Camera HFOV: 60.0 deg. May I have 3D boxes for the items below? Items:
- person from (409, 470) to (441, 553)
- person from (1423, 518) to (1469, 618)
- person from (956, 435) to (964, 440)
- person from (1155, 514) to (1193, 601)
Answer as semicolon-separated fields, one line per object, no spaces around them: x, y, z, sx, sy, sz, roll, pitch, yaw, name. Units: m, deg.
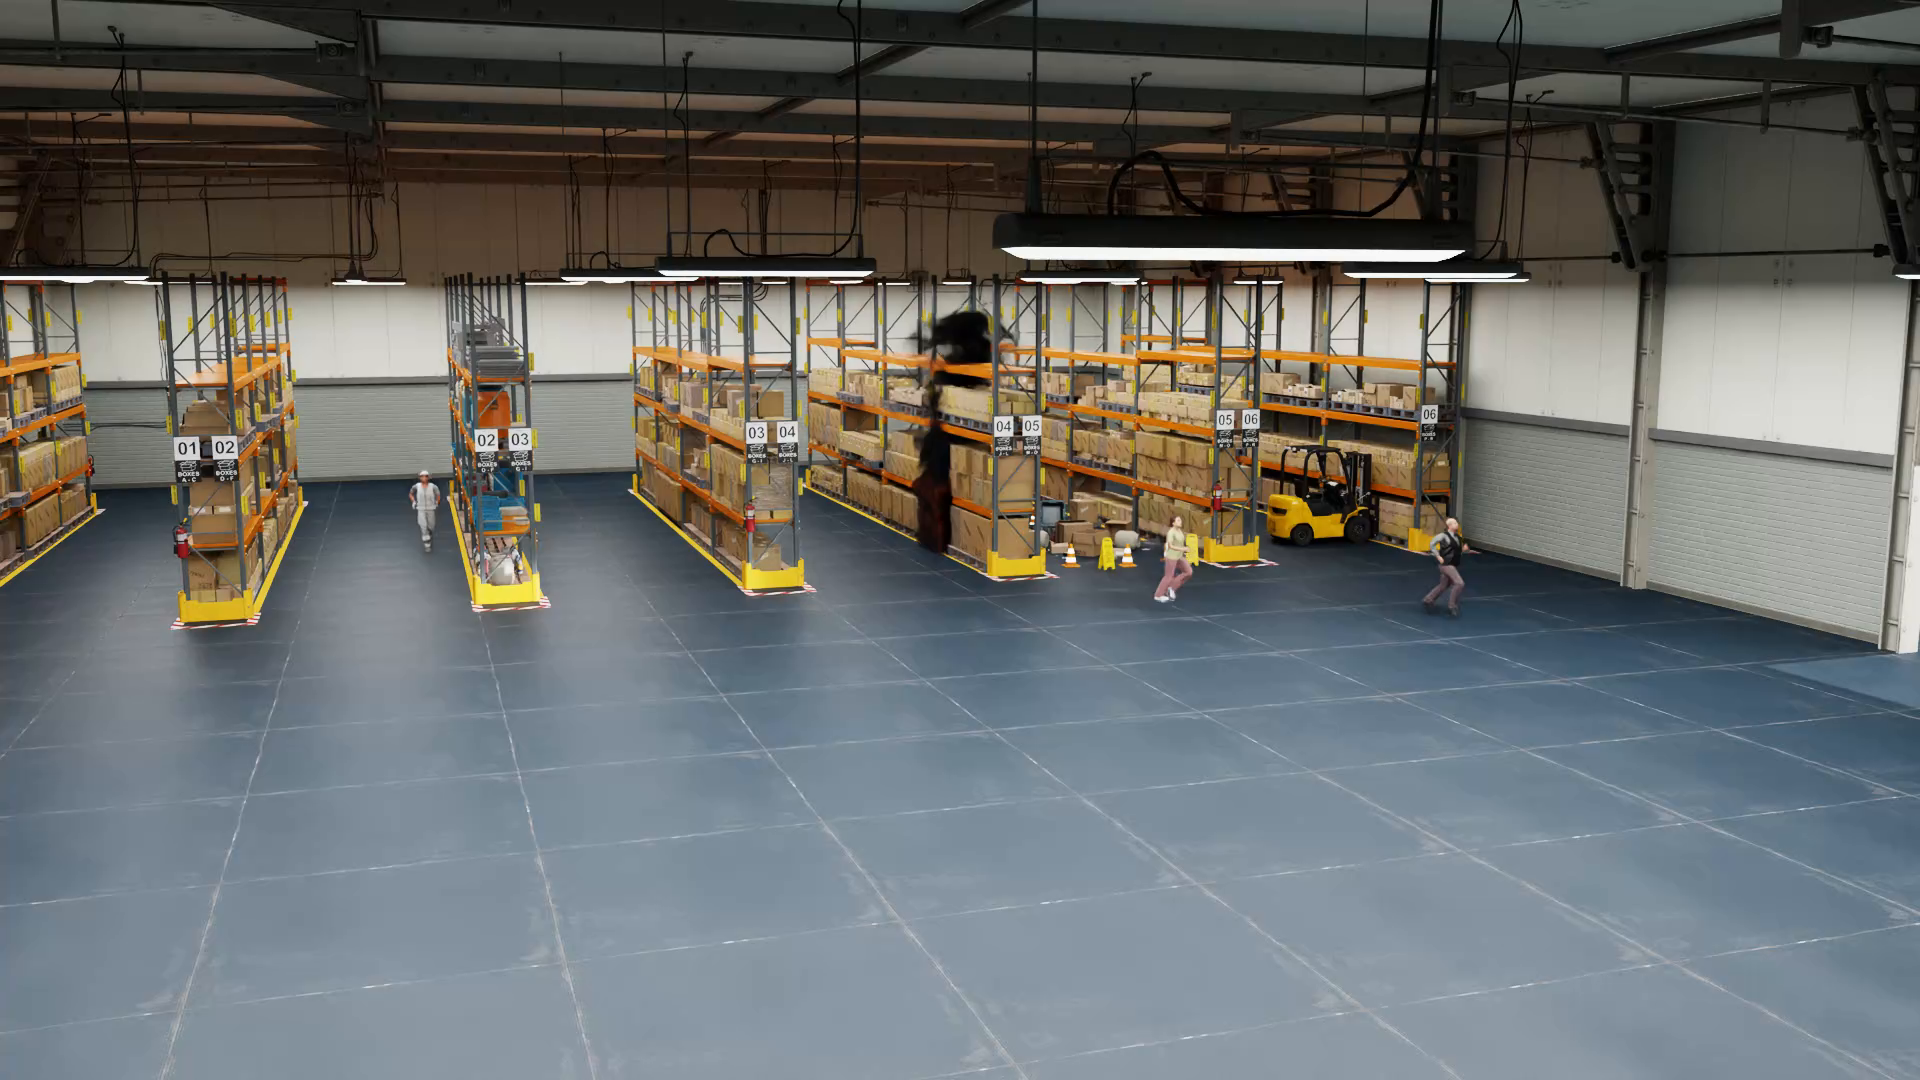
-11.753;-0.647;36.572;0.655;1.777;0.864;-3;9;-20;person
8.569;0.485;29.323;0.795;1.769;0.635;7;11;37;person
0.118;-2.818;51.282;0.666;1.723;0.627;-2;9;-12;person
3.936;0.326;30.418;0.745;1.616;0.592;6;11;36;person
